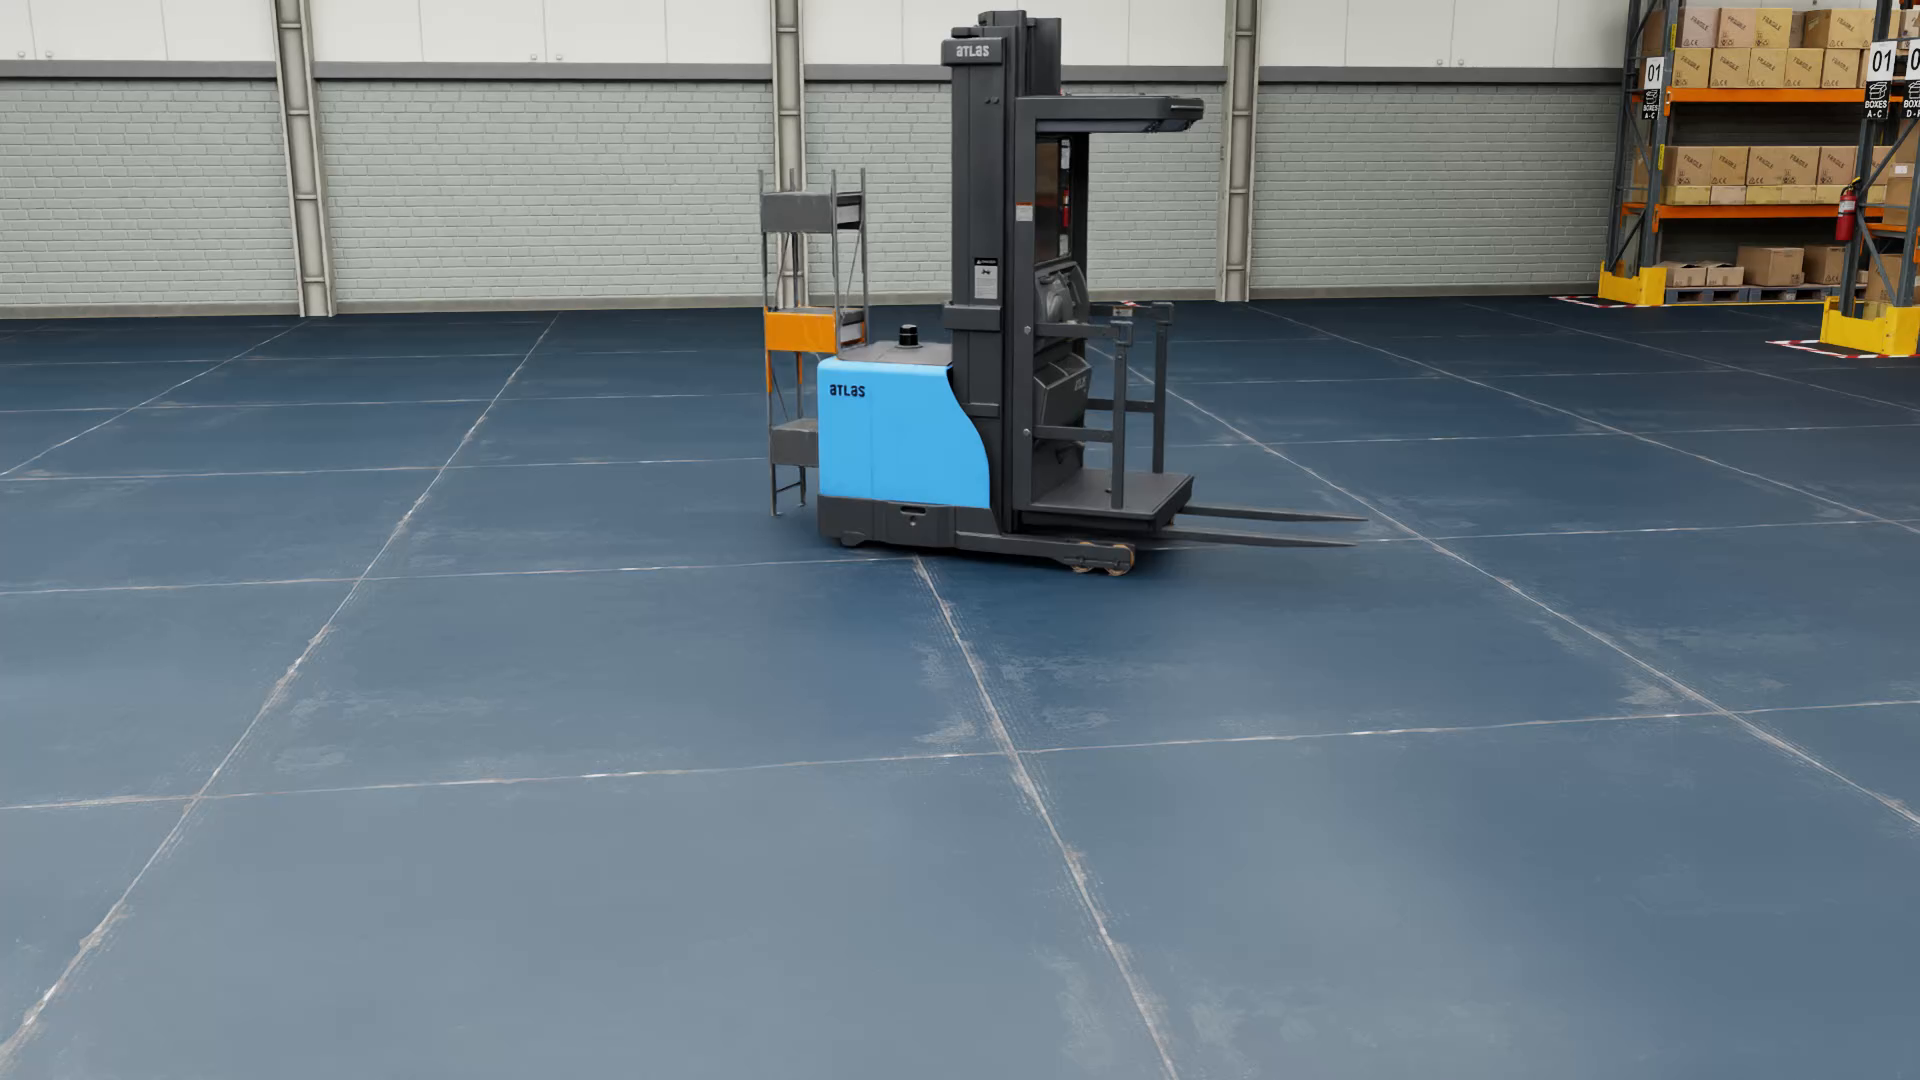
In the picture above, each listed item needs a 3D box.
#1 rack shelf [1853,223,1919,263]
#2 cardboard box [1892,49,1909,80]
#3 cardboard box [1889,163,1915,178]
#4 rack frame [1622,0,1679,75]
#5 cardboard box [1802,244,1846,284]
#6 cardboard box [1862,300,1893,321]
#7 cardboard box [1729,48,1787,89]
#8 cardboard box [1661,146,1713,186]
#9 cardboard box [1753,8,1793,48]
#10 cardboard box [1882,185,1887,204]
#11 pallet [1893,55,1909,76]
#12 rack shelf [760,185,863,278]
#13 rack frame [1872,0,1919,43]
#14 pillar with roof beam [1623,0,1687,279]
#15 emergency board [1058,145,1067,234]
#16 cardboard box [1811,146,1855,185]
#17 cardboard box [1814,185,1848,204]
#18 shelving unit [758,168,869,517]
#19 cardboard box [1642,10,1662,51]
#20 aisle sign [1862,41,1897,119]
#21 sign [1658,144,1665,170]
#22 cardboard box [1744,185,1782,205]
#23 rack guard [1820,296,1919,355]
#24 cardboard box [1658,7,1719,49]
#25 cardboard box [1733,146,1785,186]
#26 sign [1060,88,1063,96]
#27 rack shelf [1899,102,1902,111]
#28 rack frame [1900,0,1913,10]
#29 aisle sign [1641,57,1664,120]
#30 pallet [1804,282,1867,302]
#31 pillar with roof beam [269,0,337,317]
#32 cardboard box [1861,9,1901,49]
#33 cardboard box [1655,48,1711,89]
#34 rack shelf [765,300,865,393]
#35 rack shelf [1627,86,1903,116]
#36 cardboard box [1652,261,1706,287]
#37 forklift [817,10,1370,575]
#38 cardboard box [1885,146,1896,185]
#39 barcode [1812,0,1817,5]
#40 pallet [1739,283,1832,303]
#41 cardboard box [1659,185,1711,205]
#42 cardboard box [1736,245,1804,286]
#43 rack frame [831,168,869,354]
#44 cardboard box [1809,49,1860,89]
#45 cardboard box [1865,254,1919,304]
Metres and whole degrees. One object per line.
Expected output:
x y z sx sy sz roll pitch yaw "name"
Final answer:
11.822 -3.260 18.032 4.000 0.370 1.077 -2 14 -8 "rack shelf"
12.593 -6.308 22.294 0.500 0.500 0.500 -2 14 -7 "cardboard box"
10.193 -3.959 17.803 0.250 0.149 0.380 -2 14 -9 "cardboard box"
9.102 -7.637 21.677 0.127 3.000 1.000 -2 14 -8 "rack frame"
12.037 -3.826 23.047 0.500 0.500 0.500 -3 14 -13 "cardboard box"
10.330 -2.497 18.300 0.500 0.250 0.500 -2 14 -8 "cardboard box"
10.519 -6.223 21.958 0.500 0.500 0.500 -1 14 -6 "cardboard box"
9.619 -4.973 22.112 0.500 0.500 0.500 -2 14 -8 "cardboard box"
10.528 -6.709 21.837 0.500 0.500 0.500 -2 14 -7 "cardboard box"
12.634 -4.719 22.641 0.500 0.250 0.500 -2 14 -8 "cardboard box"
10.547 -4.968 17.379 1.213 0.211 1.003 -2 14 -8 "pallet"
-0.874 -1.850 9.948 0.480 0.518 0.431 6 15 24 "rack shelf"
9.844 -6.446 16.926 0.127 3.000 1.000 -2 14 -8 "rack frame"
10.307 -6.835 18.478 0.400 9.000 9.100 -2 14 -8 "pillar with roof beam"
1.283 -4.663 22.150 0.643 1.169 0.194 -2 14 -8 "emergency board"
11.644 -5.047 22.404 0.500 0.500 0.500 -3 14 -10 "cardboard box"
11.645 -4.681 22.489 0.500 0.250 0.500 -2 14 -9 "cardboard box"
-0.866 -1.183 10.111 0.503 2.100 0.431 6 15 24 "shelving unit"
9.490 -6.804 22.218 0.500 0.500 0.500 -1 14 -6 "cardboard box"
9.735 -4.865 17.612 0.004 0.787 0.394 -2 14 -8 "aisle sign"
9.183 -5.017 21.781 0.005 0.325 0.100 -2 14 -8 "sign"
10.648 -4.645 22.345 0.500 0.250 0.500 -2 14 -9 "cardboard box"
9.820 -2.323 17.956 0.348 0.500 1.175 -2 14 -8 "rack guard"
9.519 -6.681 21.728 0.500 0.500 0.500 -3 14 -12 "cardboard box"
10.621 -5.006 22.242 0.500 0.500 0.500 -3 14 -10 "cardboard box"
1.260 -5.811 21.962 0.199 0.298 0.001 -2 14 -8 "sign"
15.035 -6.051 22.996 4.000 0.370 1.077 -2 14 -8 "rack shelf"
13.058 -7.782 22.255 0.127 3.000 1.000 -2 14 -8 "rack frame"
9.076 -5.914 21.792 0.004 0.787 0.394 -2 14 -8 "aisle sign"
12.399 -3.487 23.193 1.213 0.211 1.003 -2 14 -8 "pallet"
-7.492 -6.183 15.877 0.400 9.000 9.100 -2 14 -8 "pillar with roof beam"
12.059 -6.765 22.061 0.500 0.500 0.500 -1 14 -5 "cardboard box"
9.470 -6.193 21.835 0.500 0.500 0.500 -2 14 -7 "cardboard box"
-0.866 -1.170 10.115 0.480 0.518 0.431 6 15 24 "rack shelf"
11.080 -5.906 22.418 4.000 0.370 1.077 -2 14 -8 "rack shelf"
9.800 -3.640 22.694 0.500 0.311 0.500 -4 15 -15 "cardboard box"
0.755 -1.376 9.185 3.031 2.935 1.130 5 15 19 "forklift"
12.636 -5.082 22.544 0.500 0.500 0.500 -2 14 -8 "cardboard box"
11.619 -7.302 22.600 0.075 0.075 0.001 -2 14 -8 "barcode"
11.190 -3.442 23.013 1.213 0.211 1.003 -2 14 -8 "pallet"
9.632 -4.606 22.188 0.500 0.250 0.500 -3 14 -10 "cardboard box"
11.096 -3.767 22.811 0.500 0.500 0.700 -3 14 -12 "cardboard box"
-0.644 -1.162 10.013 0.015 2.100 0.400 6 15 24 "rack frame"
11.551 -6.263 22.118 0.500 0.500 0.500 -3 14 -11 "cardboard box"
10.330 -2.861 18.211 0.500 0.500 0.500 -2 14 -8 "cardboard box"
